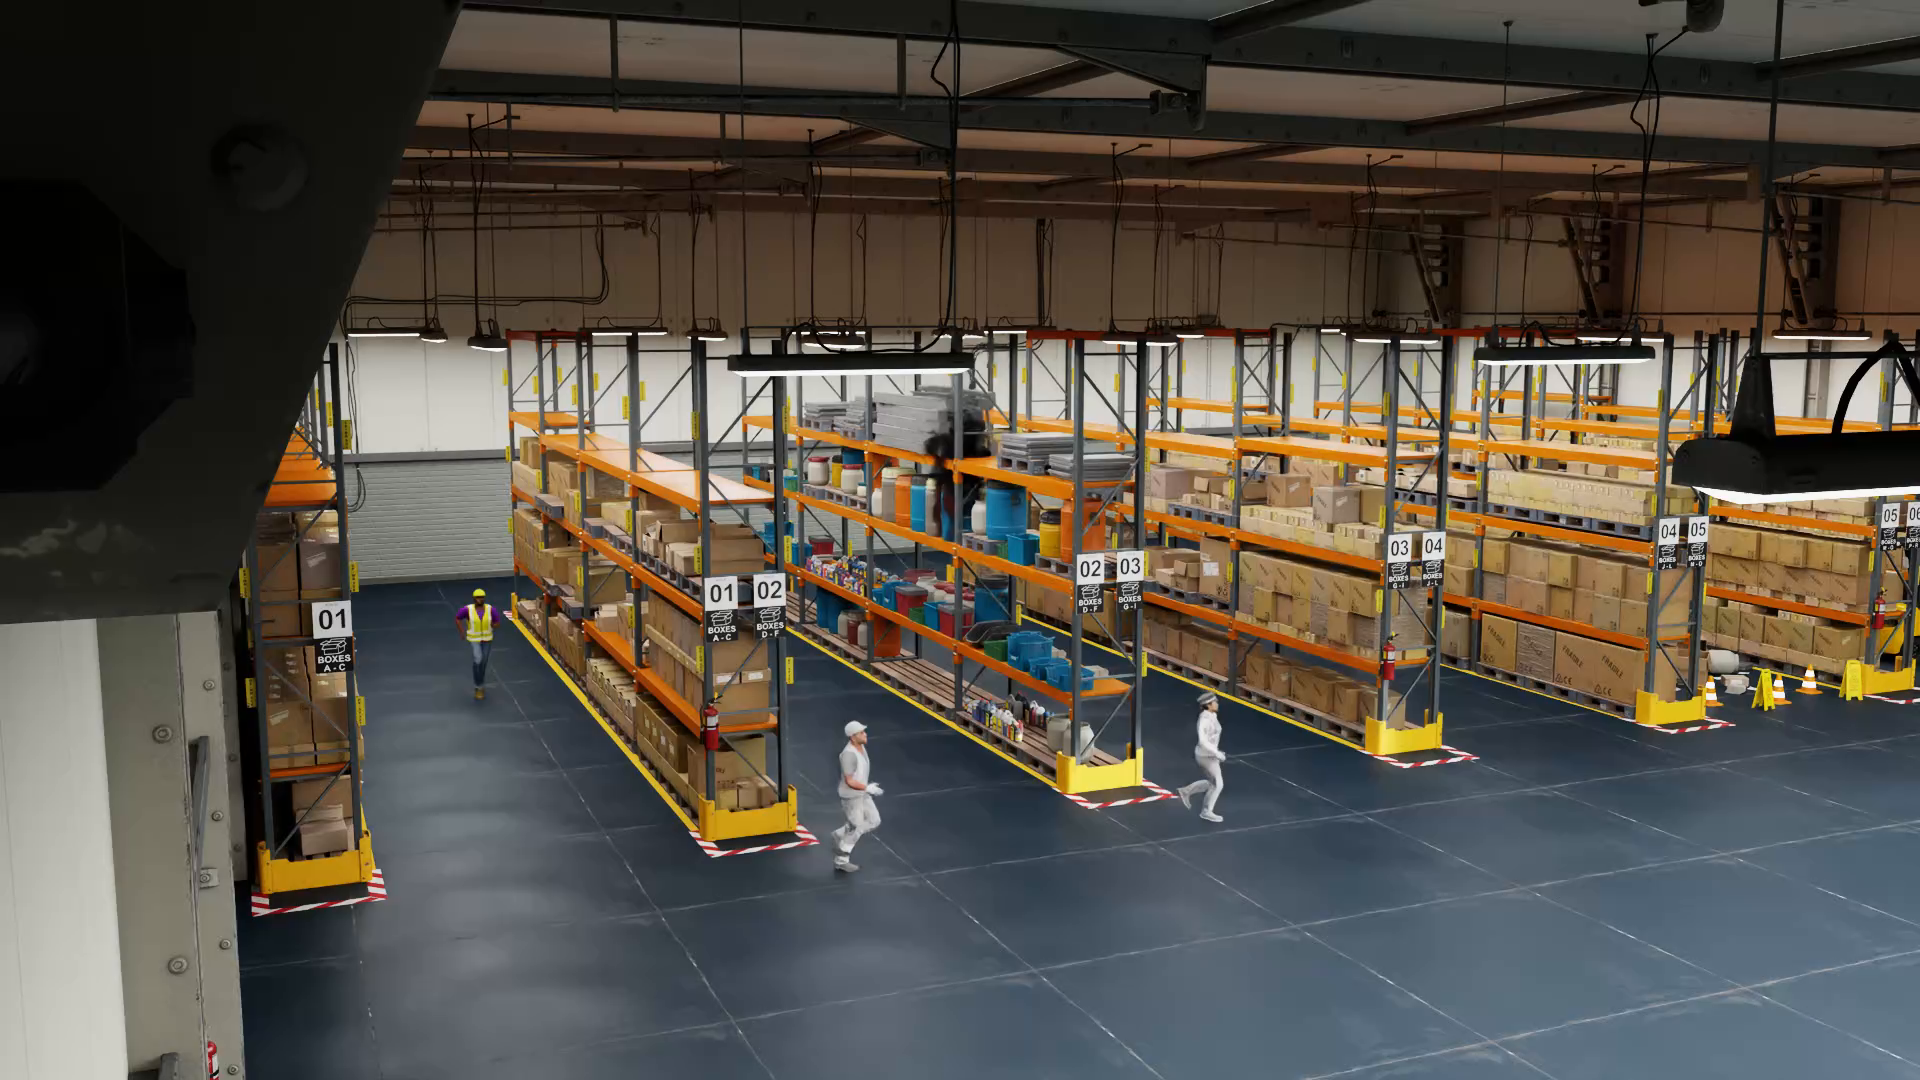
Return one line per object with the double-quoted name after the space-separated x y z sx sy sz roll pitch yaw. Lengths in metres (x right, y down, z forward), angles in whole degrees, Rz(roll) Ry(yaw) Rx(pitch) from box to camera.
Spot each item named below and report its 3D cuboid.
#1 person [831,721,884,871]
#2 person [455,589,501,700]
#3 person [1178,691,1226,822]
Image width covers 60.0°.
-1.147 2.905 18.955 0.644 1.741 0.694 2 8 12 "person"
-7.974 1.711 27.640 0.674 1.832 0.785 -5 9 -33 "person"
3.051 2.695 20.861 0.560 1.660 0.655 1 8 8 "person"
